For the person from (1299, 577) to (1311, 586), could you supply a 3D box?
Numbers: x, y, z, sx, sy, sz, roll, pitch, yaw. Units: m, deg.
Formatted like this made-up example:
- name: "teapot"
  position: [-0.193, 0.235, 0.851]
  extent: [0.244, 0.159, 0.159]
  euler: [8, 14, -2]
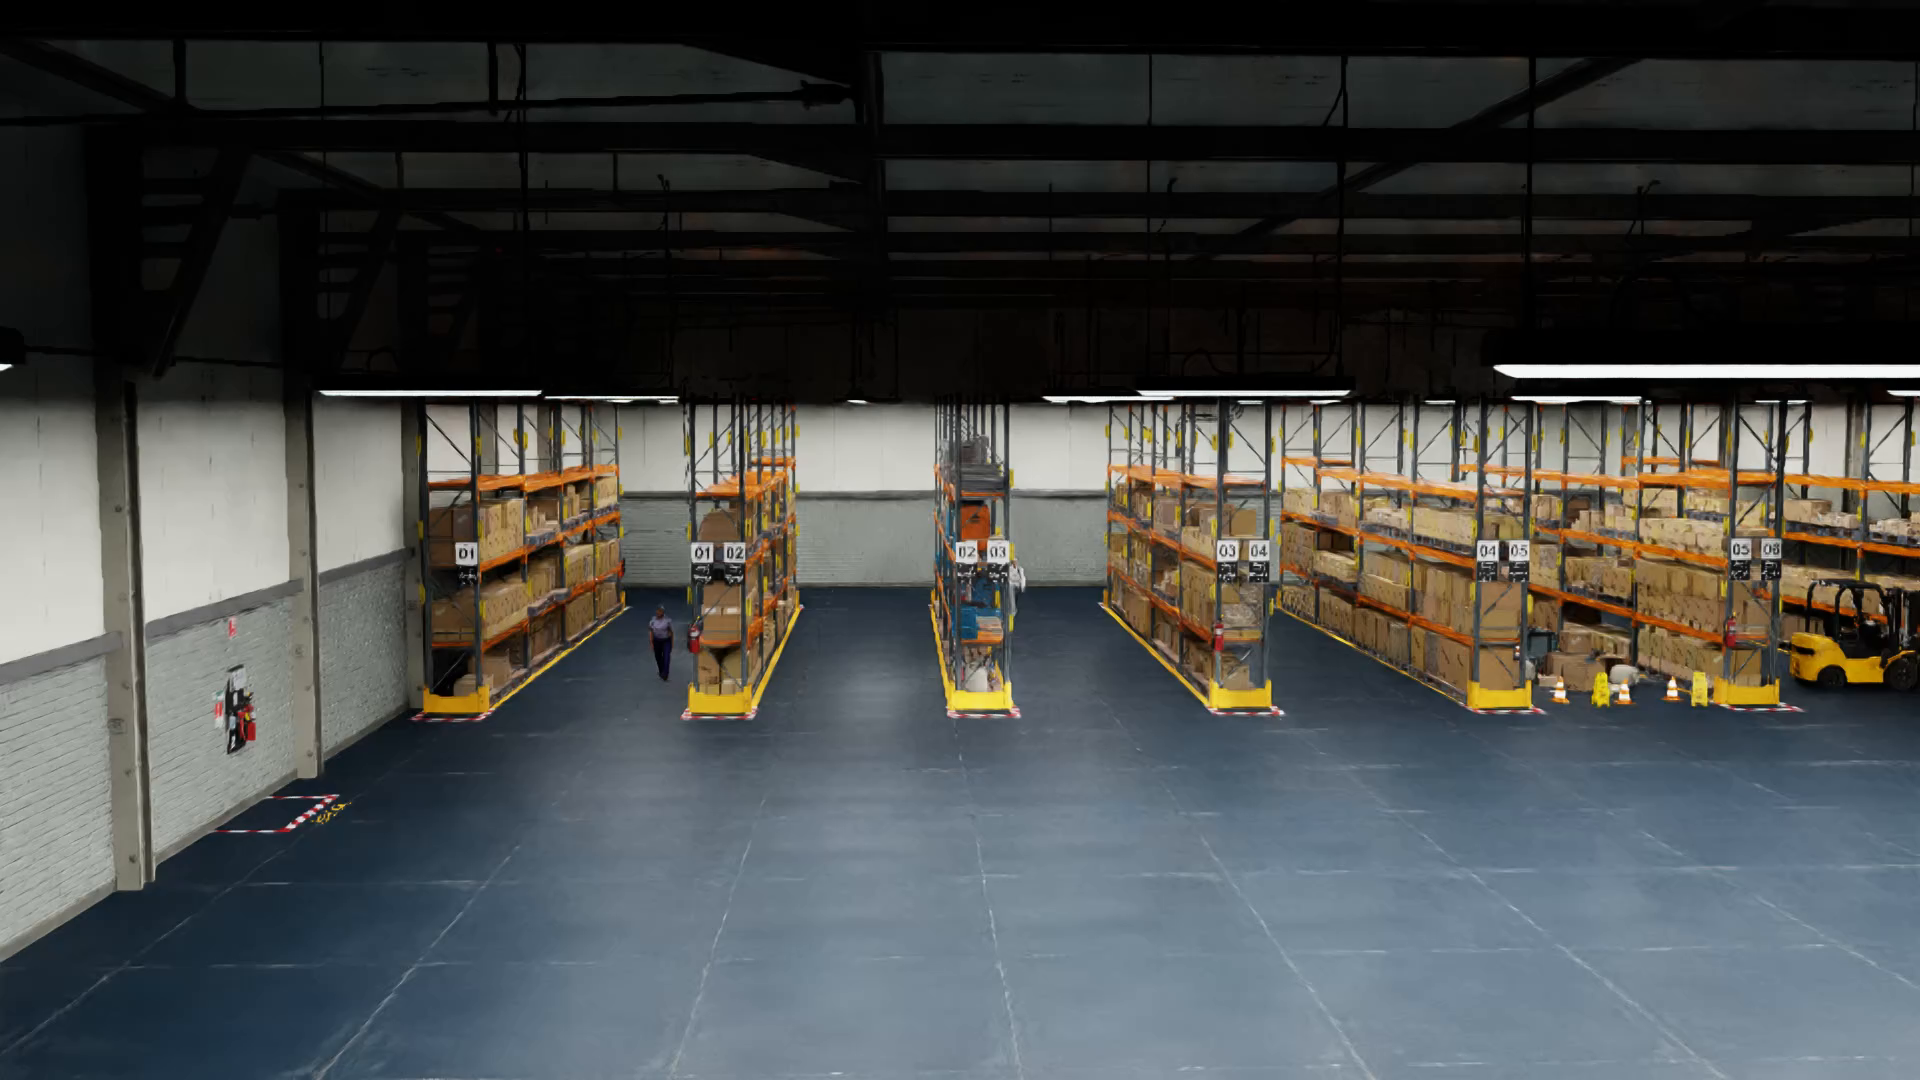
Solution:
- name: "person"
  position: [10.759, 0.737, 51.203]
  extent: [0.748, 1.774, 0.526]
  euler: [-4, 6, -42]

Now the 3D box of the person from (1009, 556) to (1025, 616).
- name: "person"
  position: [1.532, 1.245, 45.684]
  extent: [0.502, 1.625, 0.997]
  euler: [0, 5, -3]

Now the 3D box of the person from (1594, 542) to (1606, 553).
- name: "person"
  position: [19.153, 0.897, 49.733]
  extent: [0.389, 1.671, 0.562]
  euler: [-3, 6, -34]

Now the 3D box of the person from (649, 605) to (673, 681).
- name: "person"
  position: [-6.276, 2.143, 34.859]
  extent: [0.479, 1.553, 1.090]
  euler: [0, 5, 0]
